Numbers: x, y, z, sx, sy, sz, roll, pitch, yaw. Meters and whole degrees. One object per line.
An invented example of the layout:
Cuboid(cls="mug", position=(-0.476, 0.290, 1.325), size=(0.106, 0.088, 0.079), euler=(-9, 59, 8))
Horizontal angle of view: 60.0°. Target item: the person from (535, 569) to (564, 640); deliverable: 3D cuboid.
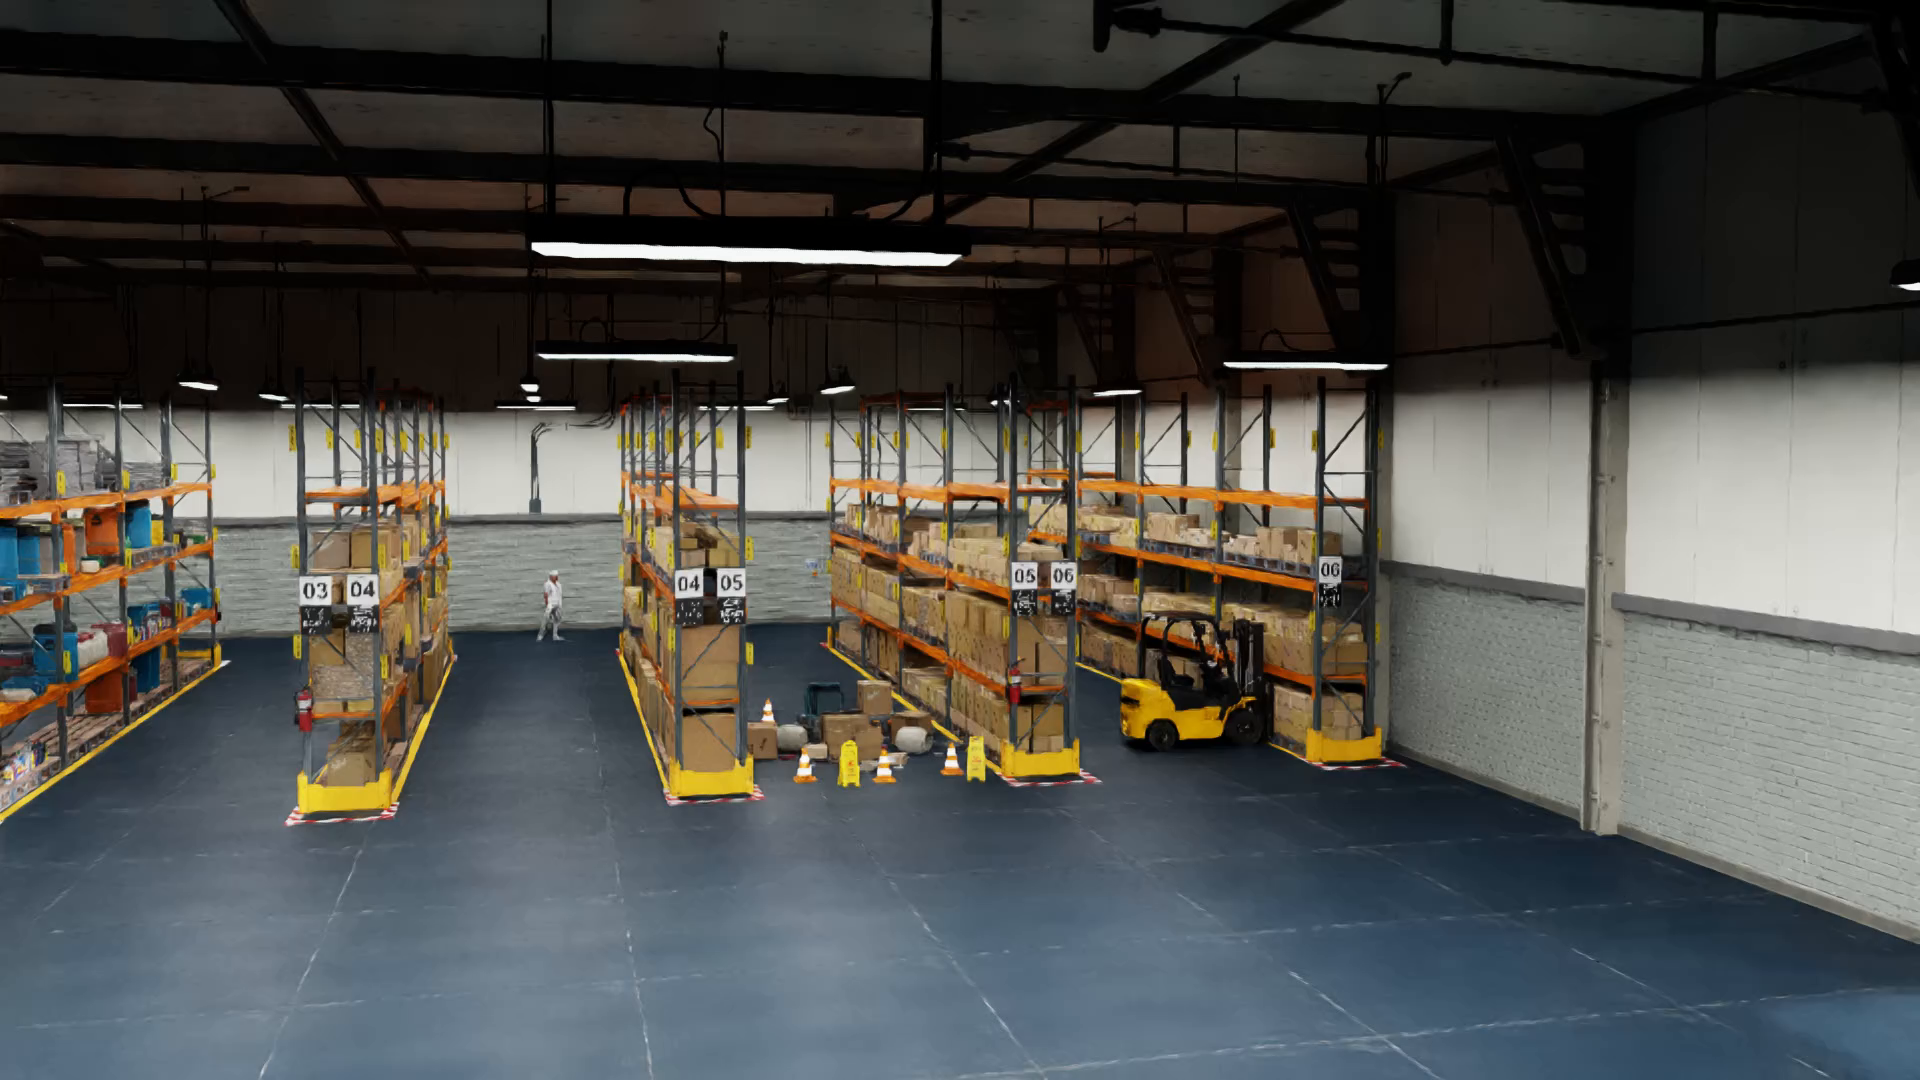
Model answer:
Cuboid(cls="person", position=(-10.290, 1.602, 41.647), size=(0.487, 1.720, 0.724), euler=(2, 4, 30))
